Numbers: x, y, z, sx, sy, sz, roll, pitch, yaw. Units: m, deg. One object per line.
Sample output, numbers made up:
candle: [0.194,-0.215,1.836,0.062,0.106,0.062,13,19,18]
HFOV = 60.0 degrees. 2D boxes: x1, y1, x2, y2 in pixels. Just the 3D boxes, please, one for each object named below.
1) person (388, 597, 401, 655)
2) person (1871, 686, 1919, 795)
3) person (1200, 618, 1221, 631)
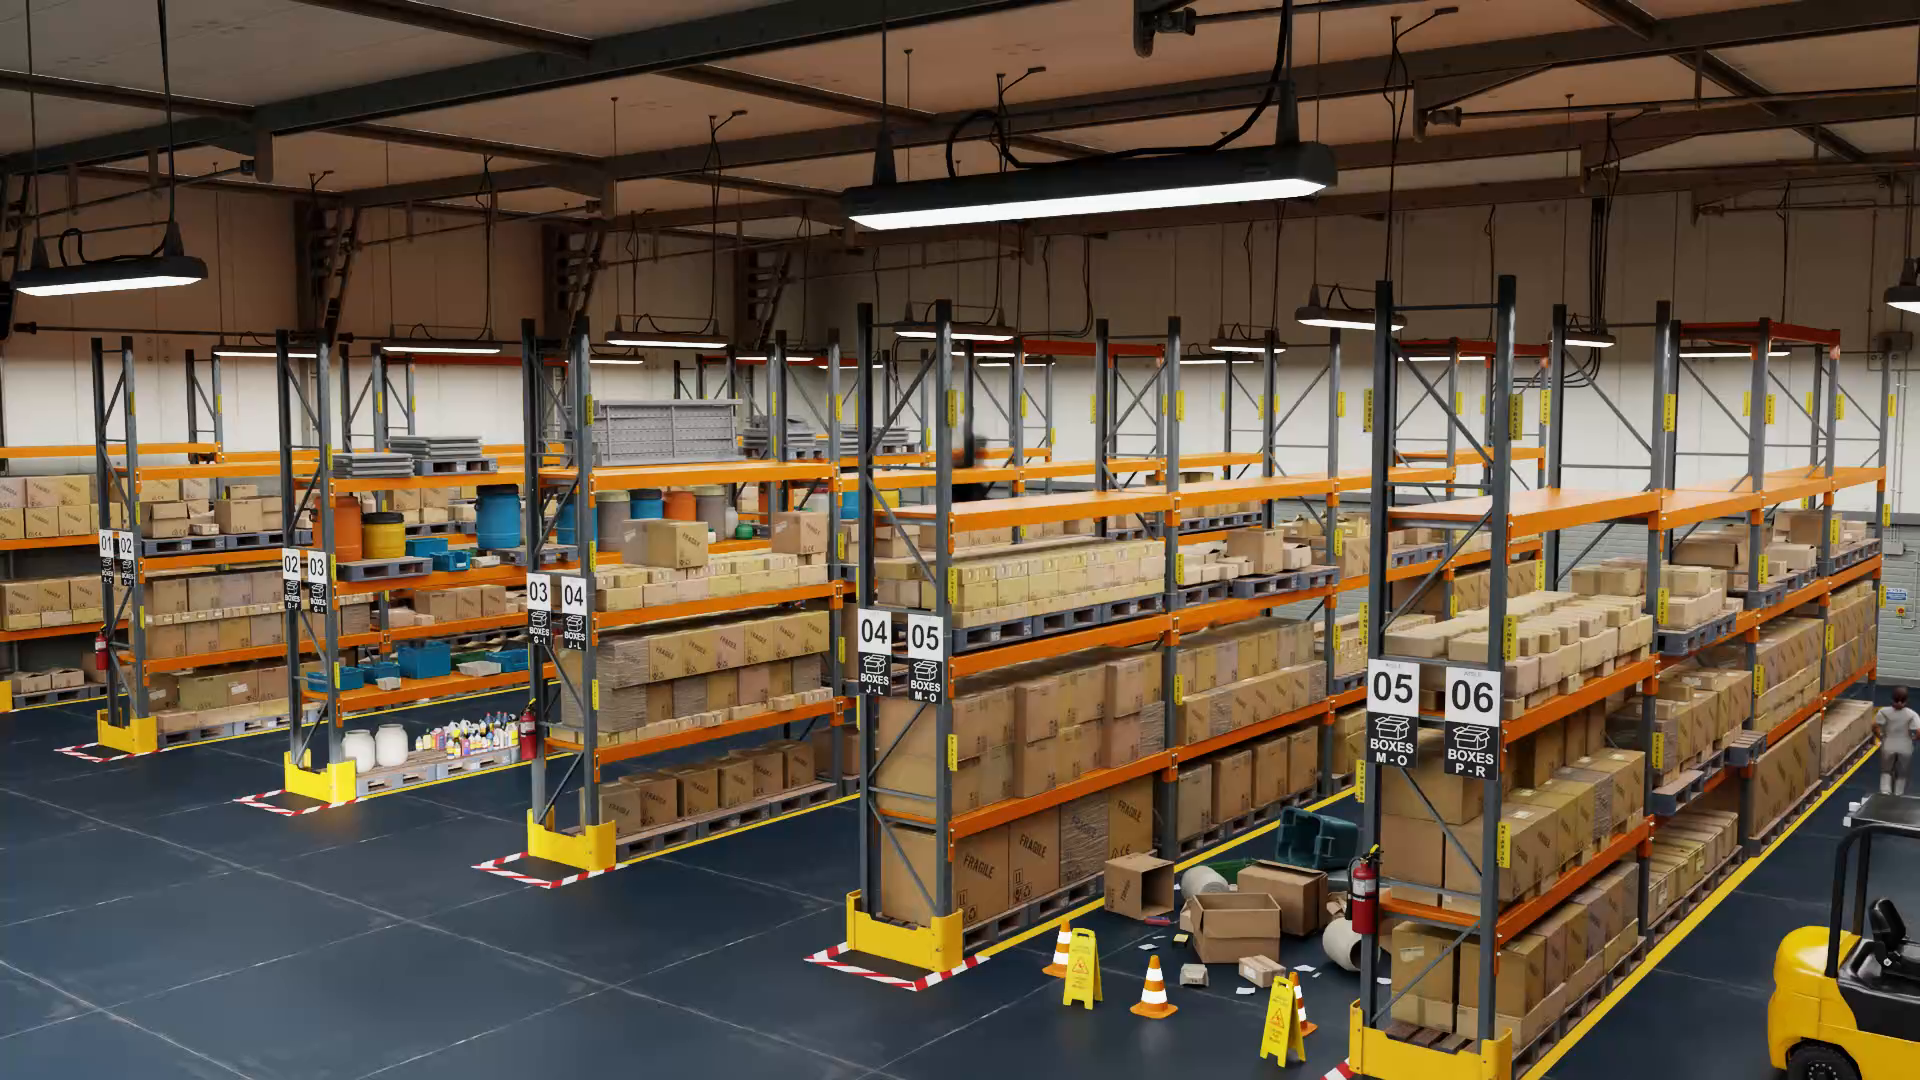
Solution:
person: [-10.101,1.801,29.639,0.539,1.583,0.831,3,6,30]
person: [11.466,2.582,20.355,0.561,1.620,0.584,3,6,32]
person: [3.682,1.888,24.347,0.663,1.748,0.714,3,6,30]
